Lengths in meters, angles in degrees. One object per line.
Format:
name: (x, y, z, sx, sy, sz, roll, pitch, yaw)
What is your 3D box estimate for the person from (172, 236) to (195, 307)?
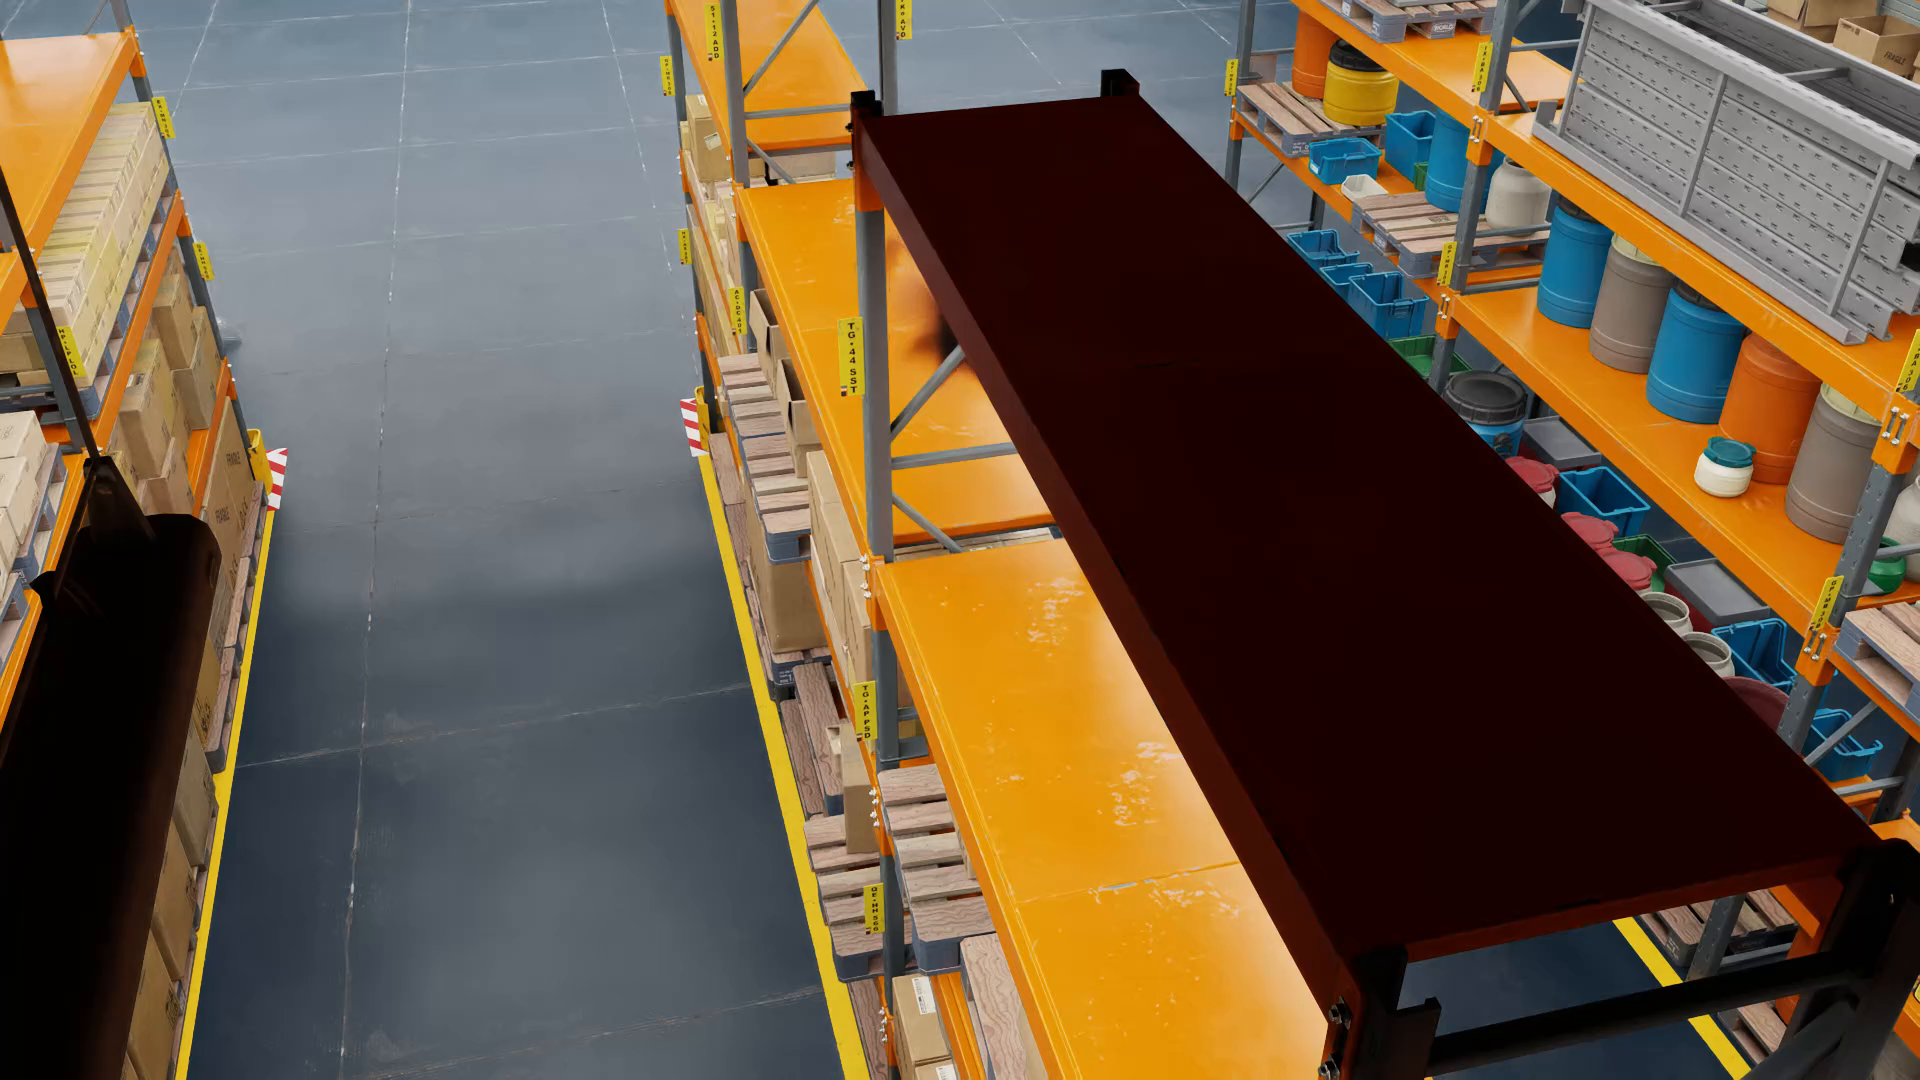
person: (-8.033, -2.833, 16.850, 0.515, 1.535, 0.714, -26, 42, -33)
